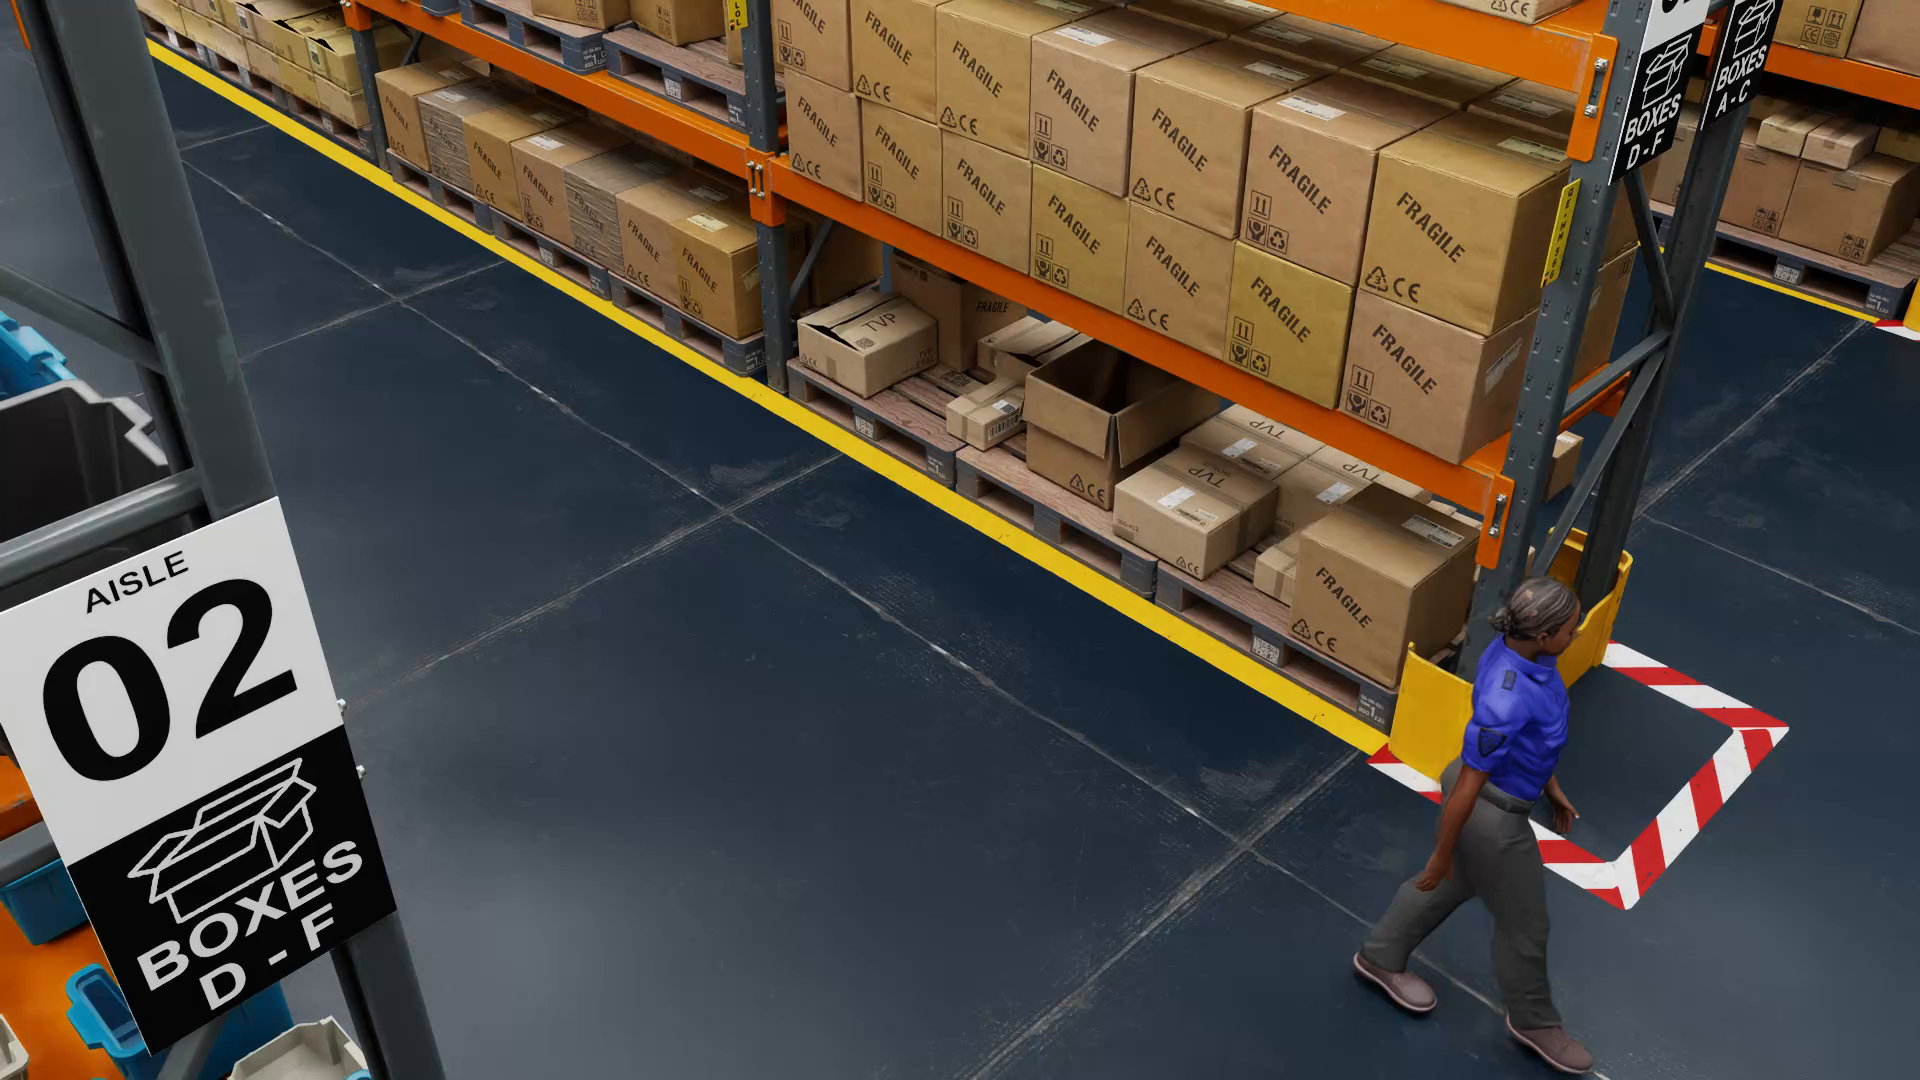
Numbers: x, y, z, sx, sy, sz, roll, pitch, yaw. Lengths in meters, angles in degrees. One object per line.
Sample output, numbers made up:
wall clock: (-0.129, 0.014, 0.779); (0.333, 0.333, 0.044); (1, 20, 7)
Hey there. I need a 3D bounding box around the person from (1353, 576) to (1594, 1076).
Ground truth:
person: (1.673, 0.843, 4.974); (0.774, 1.652, 0.539); (11, 37, 15)
